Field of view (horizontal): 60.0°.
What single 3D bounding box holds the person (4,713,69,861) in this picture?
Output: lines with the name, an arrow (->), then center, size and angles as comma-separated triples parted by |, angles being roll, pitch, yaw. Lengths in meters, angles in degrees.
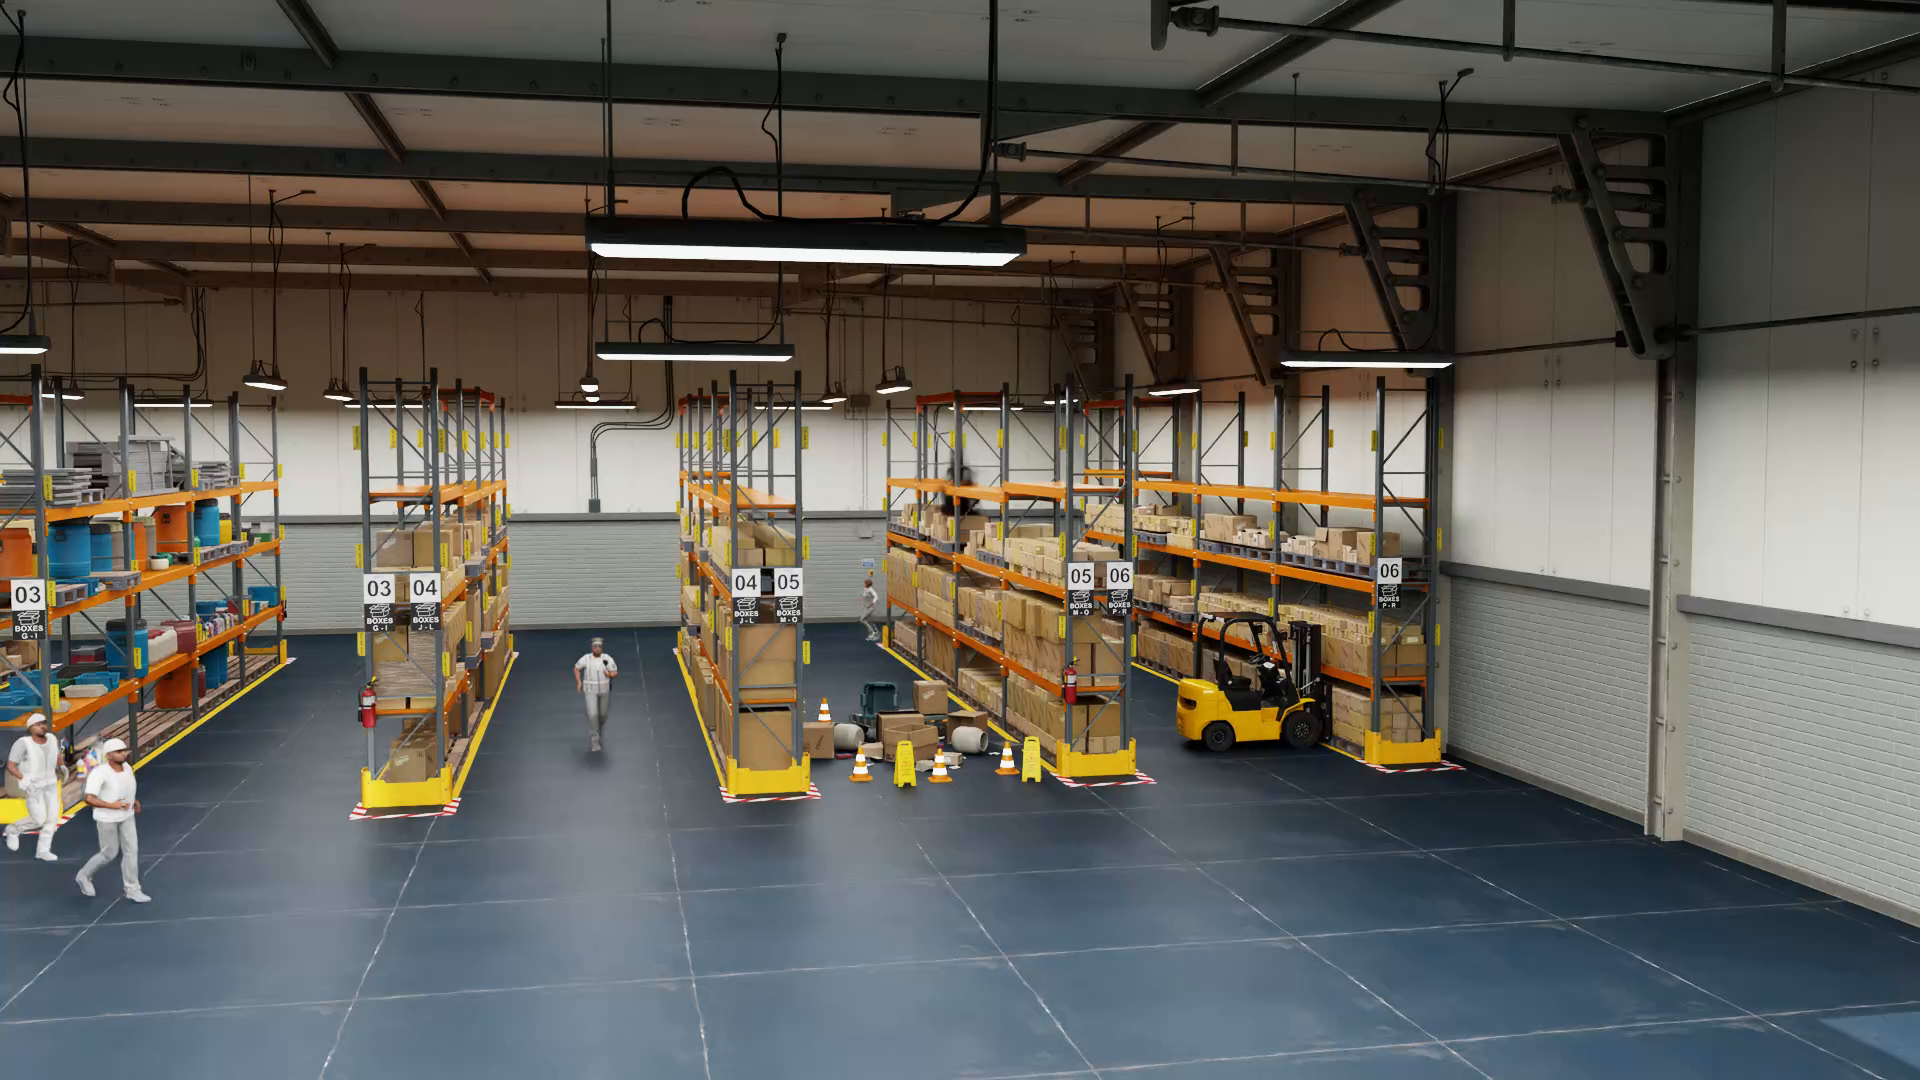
person -> -11.089, 2.949, 19.969 | 0.657, 1.757, 0.678 | 1, 4, 24

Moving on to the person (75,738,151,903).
person -> -9.208, 3.039, 18.085 | 0.866, 1.778, 0.724 | 1, 4, 17

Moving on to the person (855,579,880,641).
person -> -2.300, 1.744, 41.569 | 0.647, 1.570, 0.521 | -1, 3, -10

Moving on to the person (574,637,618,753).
person -> -5.916, 2.487, 27.125 | 0.649, 1.813, 0.896 | -2, 4, -25
